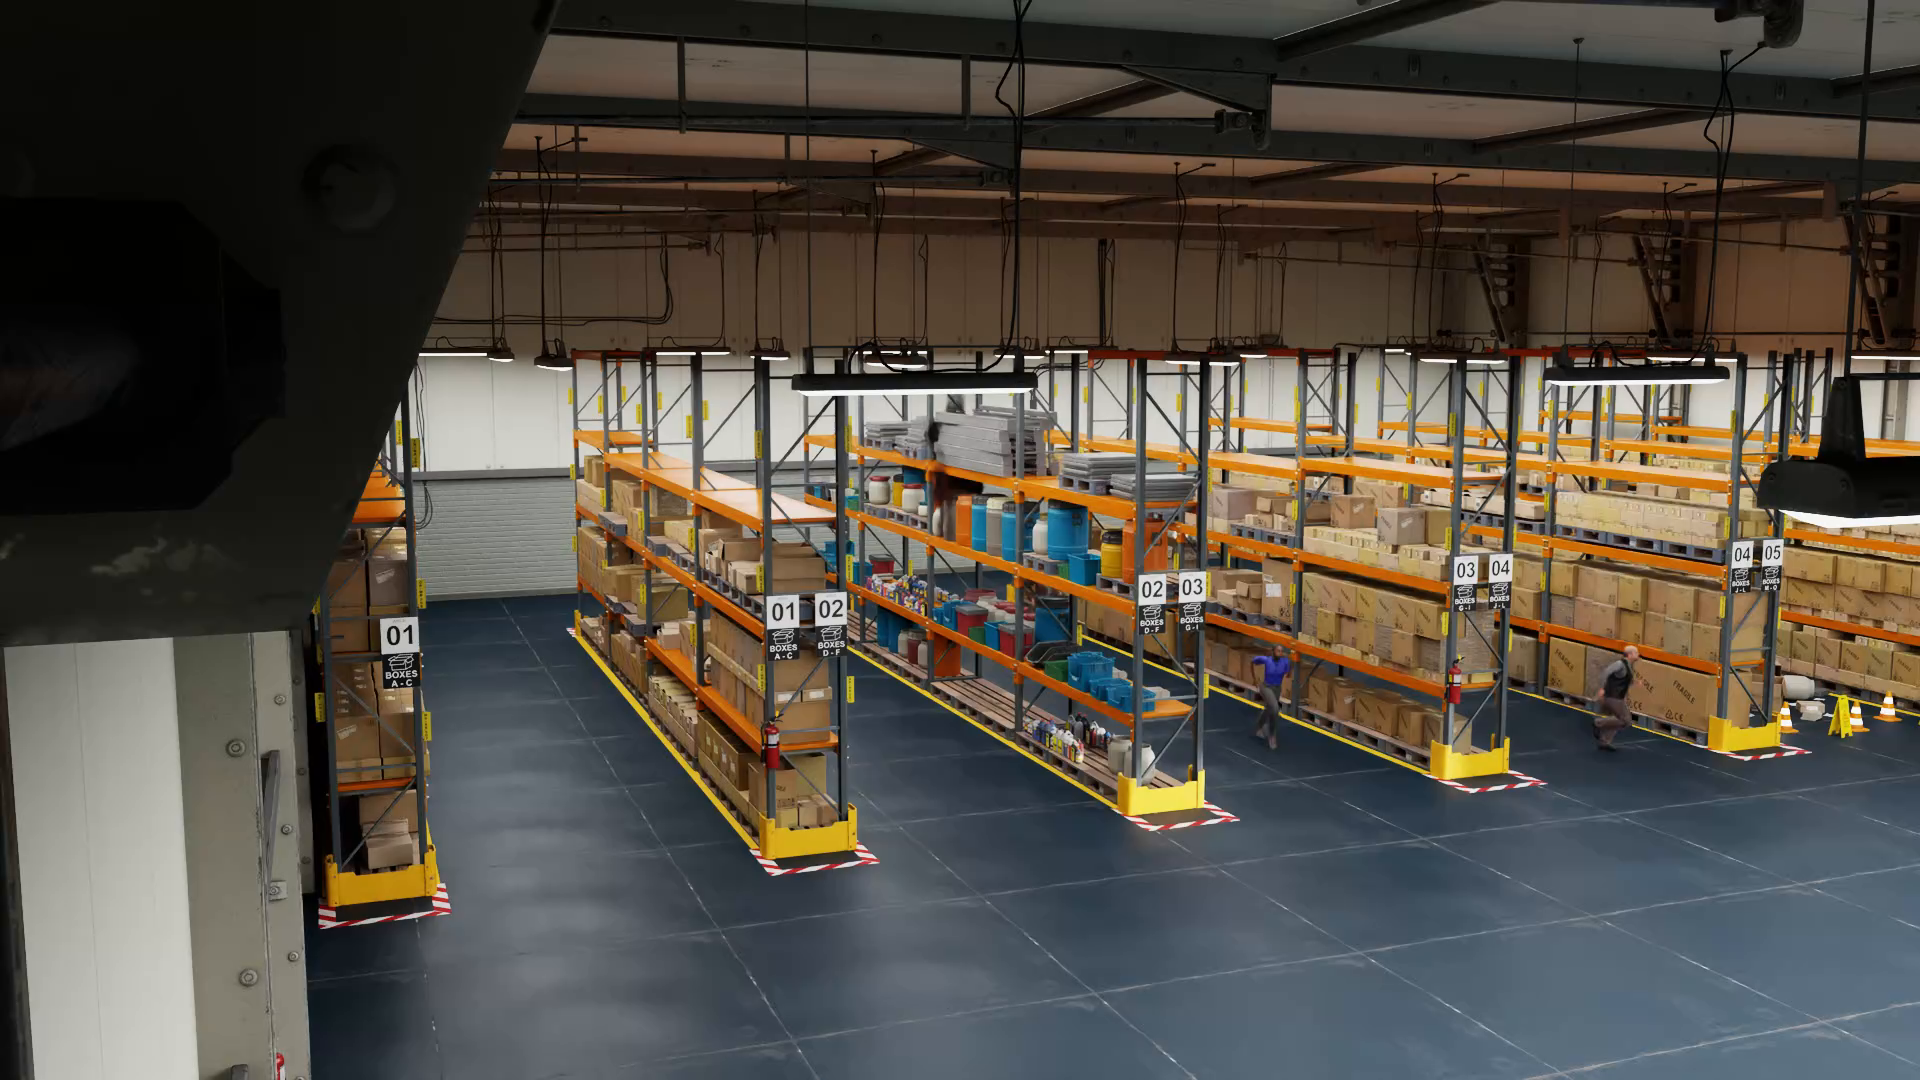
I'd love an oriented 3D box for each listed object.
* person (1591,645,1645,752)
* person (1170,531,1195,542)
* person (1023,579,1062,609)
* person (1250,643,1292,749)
[{"bbox_3d":[9.976,2.400,25.203,0.722,1.652,0.647,4,8,29],"label":"person"},{"bbox_3d":[5.521,0.318,41.479,0.686,1.733,0.601,3,8,24],"label":"person"},{"bbox_3d":[1.588,1.317,30.873,0.704,1.828,0.978,-4,8,-29],"label":"person"},{"bbox_3d":[4.770,2.357,25.611,0.570,1.645,0.913,-3,8,-21],"label":"person"}]
